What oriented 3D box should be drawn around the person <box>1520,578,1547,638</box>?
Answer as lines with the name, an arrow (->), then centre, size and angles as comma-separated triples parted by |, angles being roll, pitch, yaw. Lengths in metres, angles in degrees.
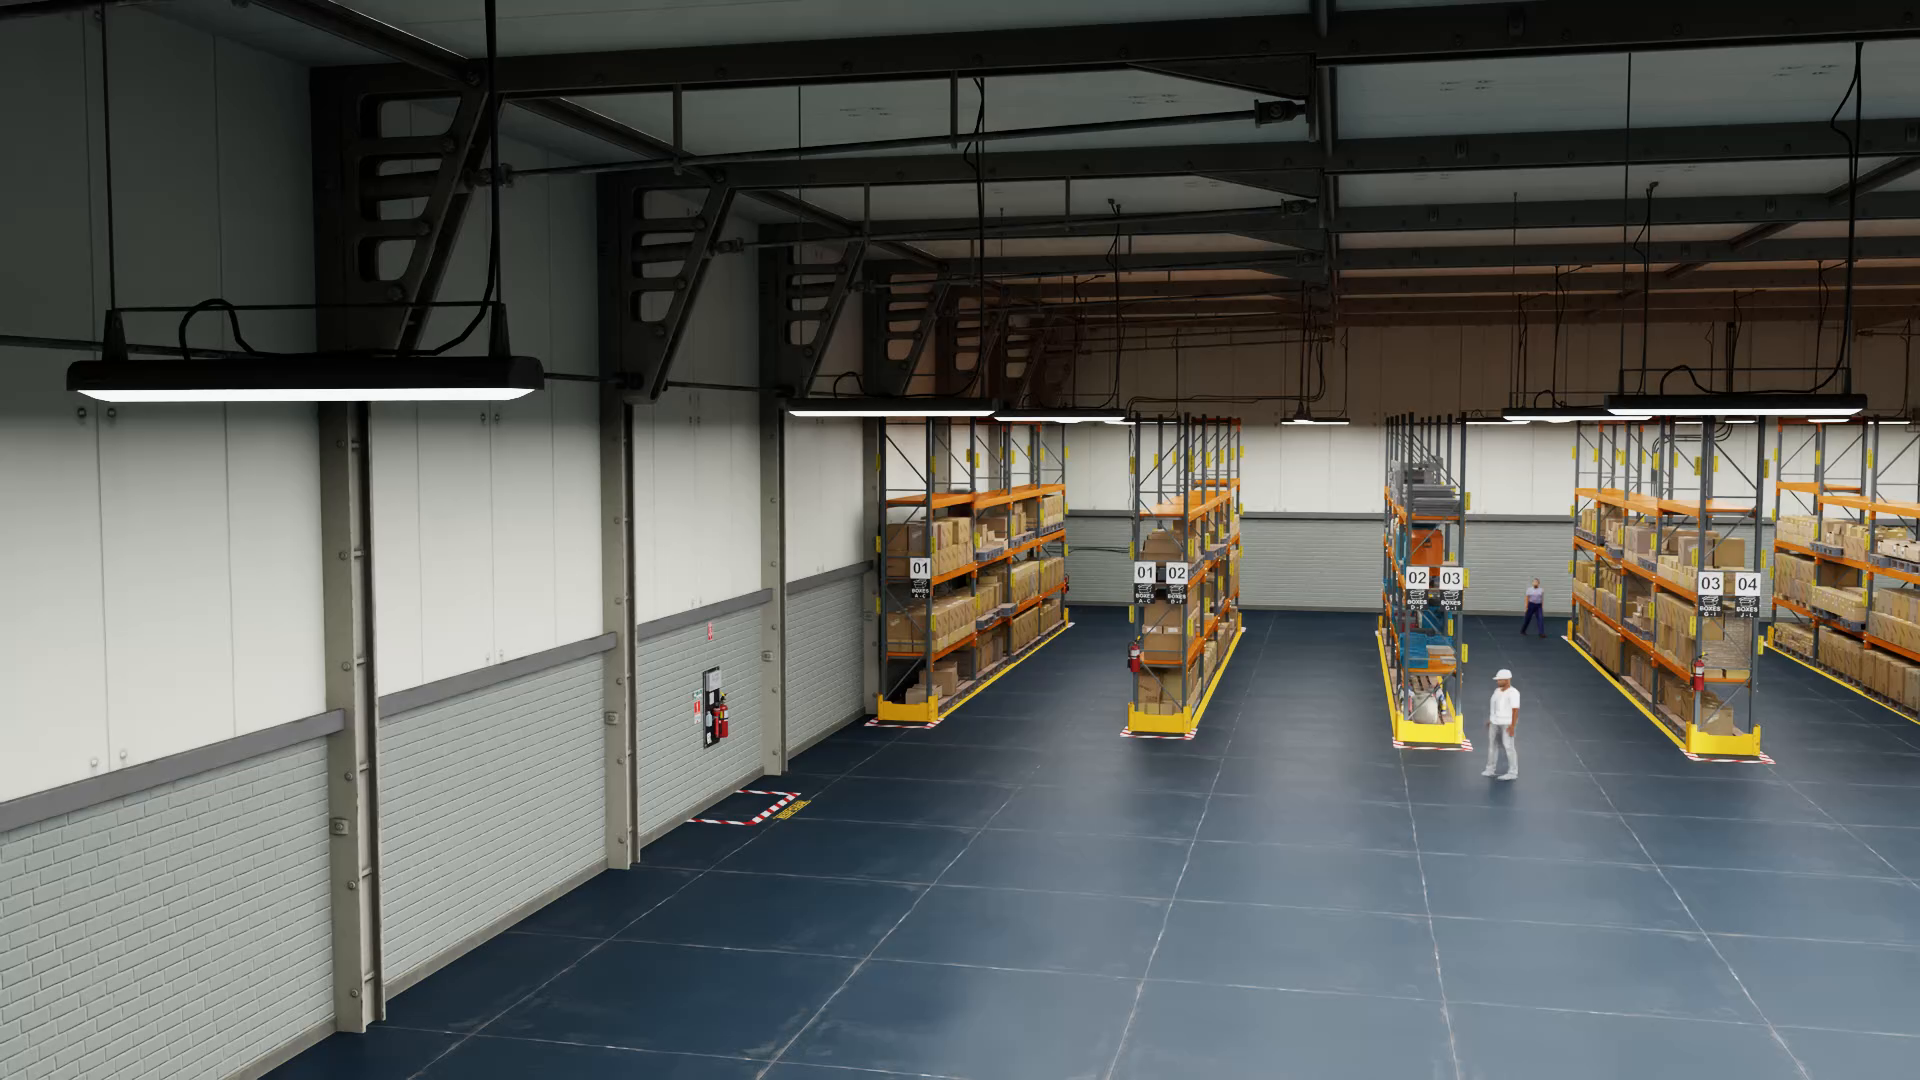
person -> 15.672, 1.848, 45.366 | 0.578, 1.606, 0.976 | -1, 4, -12

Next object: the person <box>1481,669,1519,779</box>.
person -> 8.825, 2.992, 27.176 | 0.490, 1.762, 0.641 | -2, 4, -30

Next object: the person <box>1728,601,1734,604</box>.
person -> 20.232, 1.960, 43.987 | 0.477, 1.550, 0.461 | 3, 5, 34
